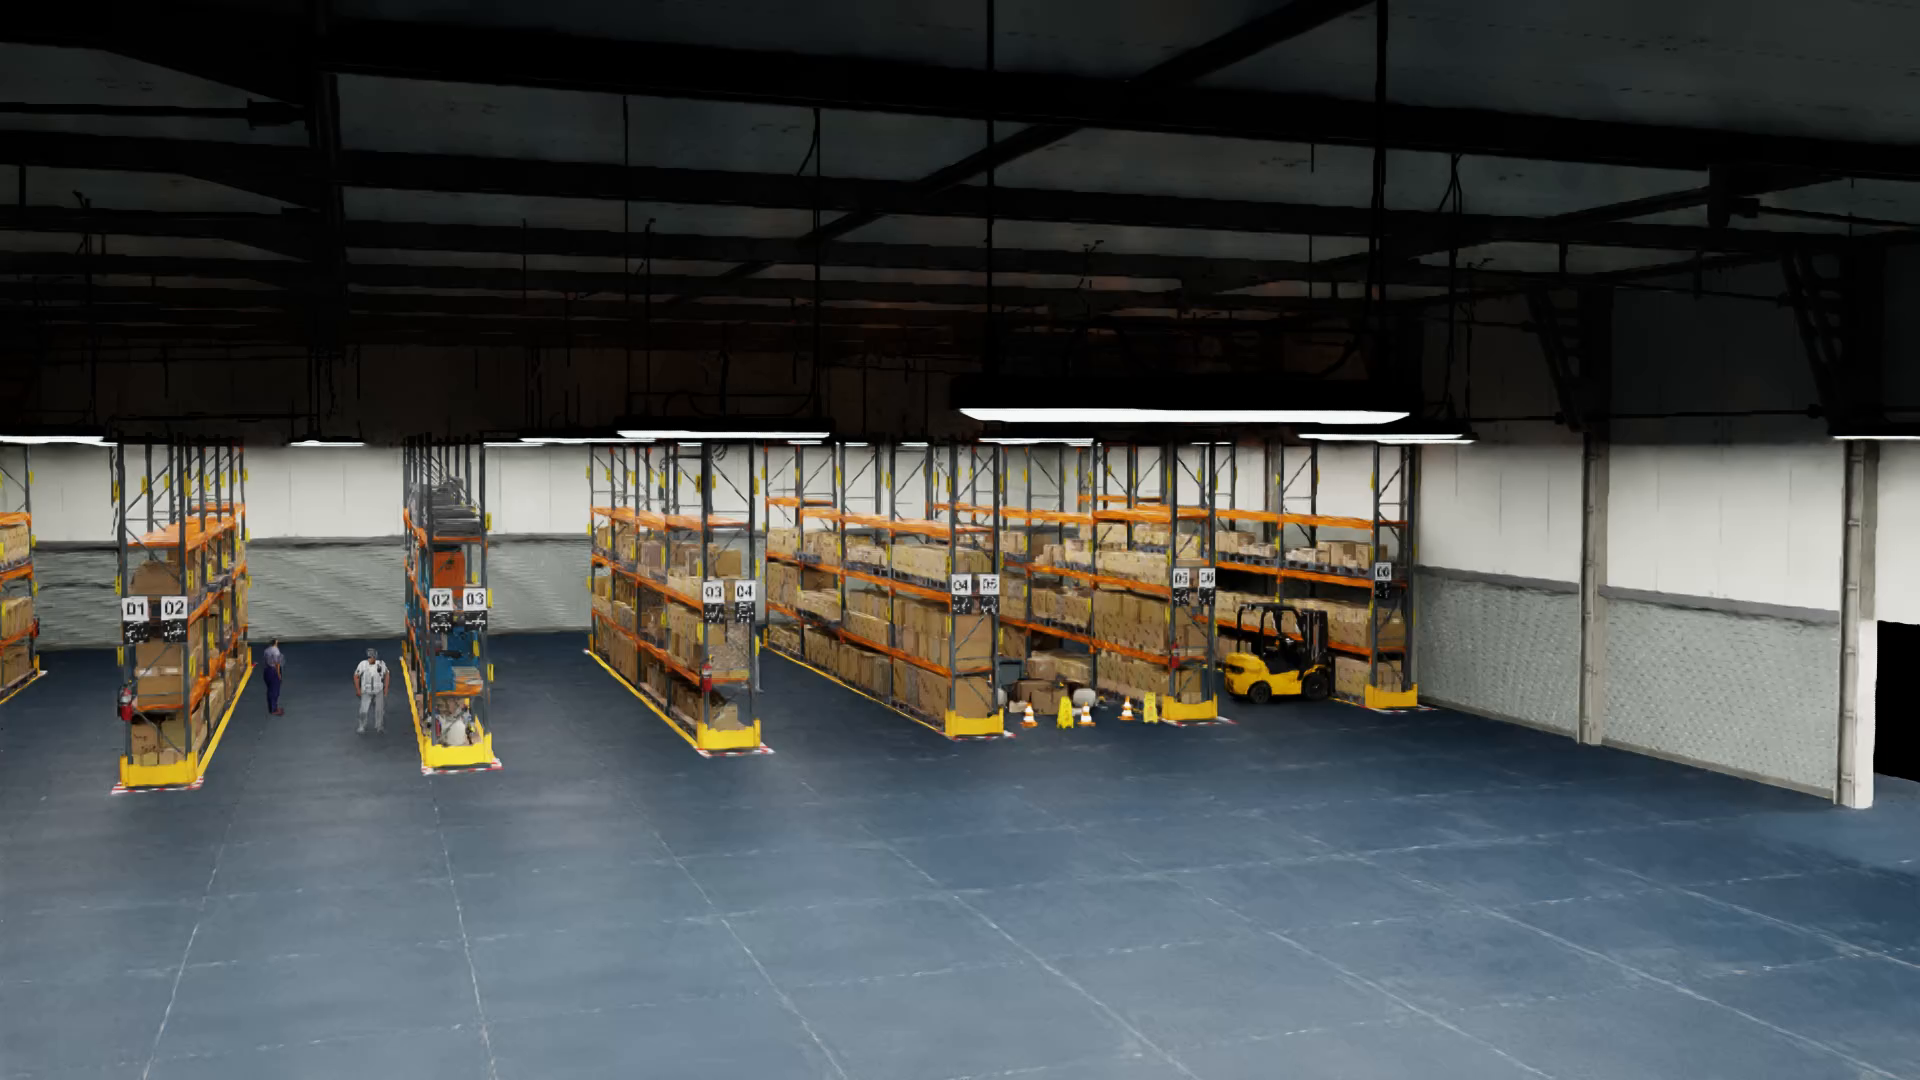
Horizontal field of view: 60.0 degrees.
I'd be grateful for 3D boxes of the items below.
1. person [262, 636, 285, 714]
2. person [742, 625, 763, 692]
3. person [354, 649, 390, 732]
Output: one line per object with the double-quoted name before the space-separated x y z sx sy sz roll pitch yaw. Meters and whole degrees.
"person" -14.774 2.909 35.860 0.533 1.639 0.429 3 4 40
"person" -4.930 2.749 38.996 0.482 1.587 1.086 -1 3 -17
"person" -11.837 3.014 33.475 0.682 1.716 0.542 -1 3 -20
